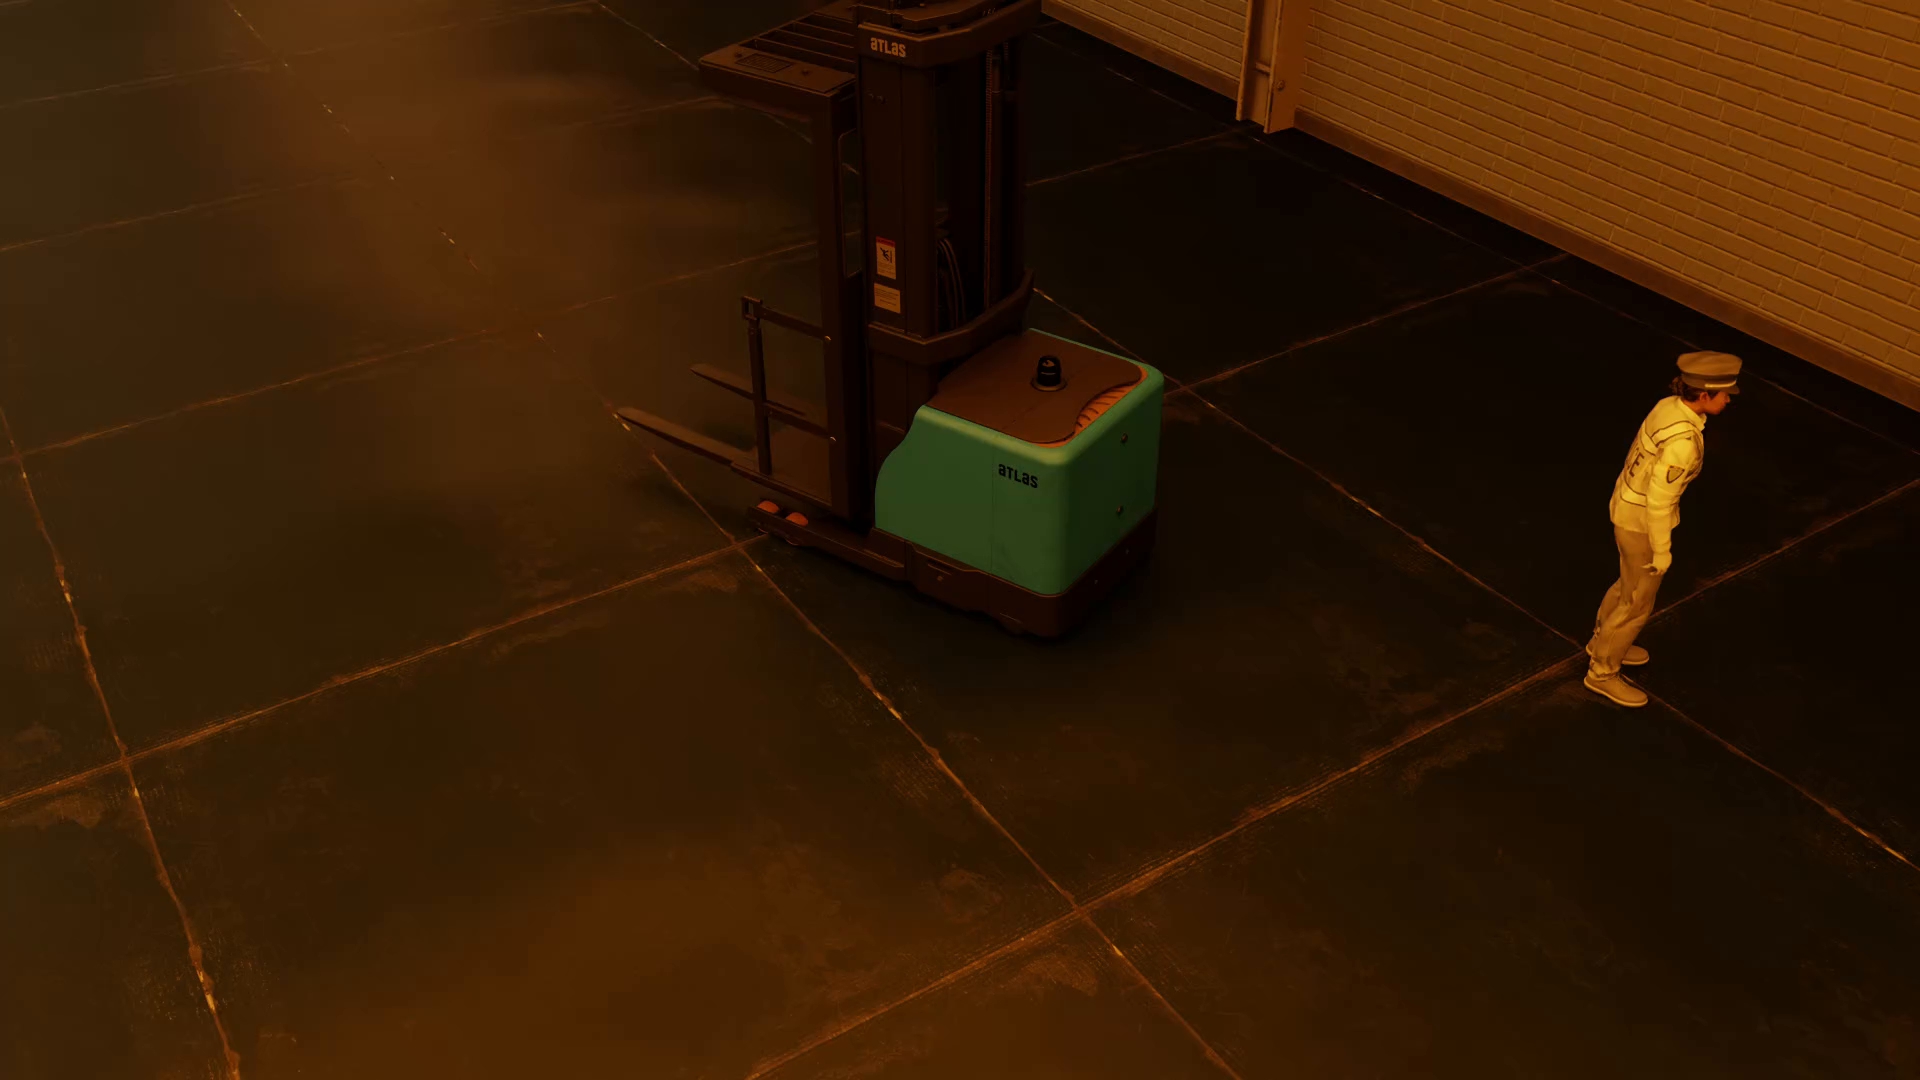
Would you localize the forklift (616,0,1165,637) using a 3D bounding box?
[{"bbox_3d":[-0.500,-1.399,8.138,3.031,2.935,1.130,22,41,28],"label":"forklift"}]

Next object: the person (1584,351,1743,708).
[{"bbox_3d":[3.063,-0.074,7.357,0.373,1.665,0.542,11,37,15],"label":"person"}]
